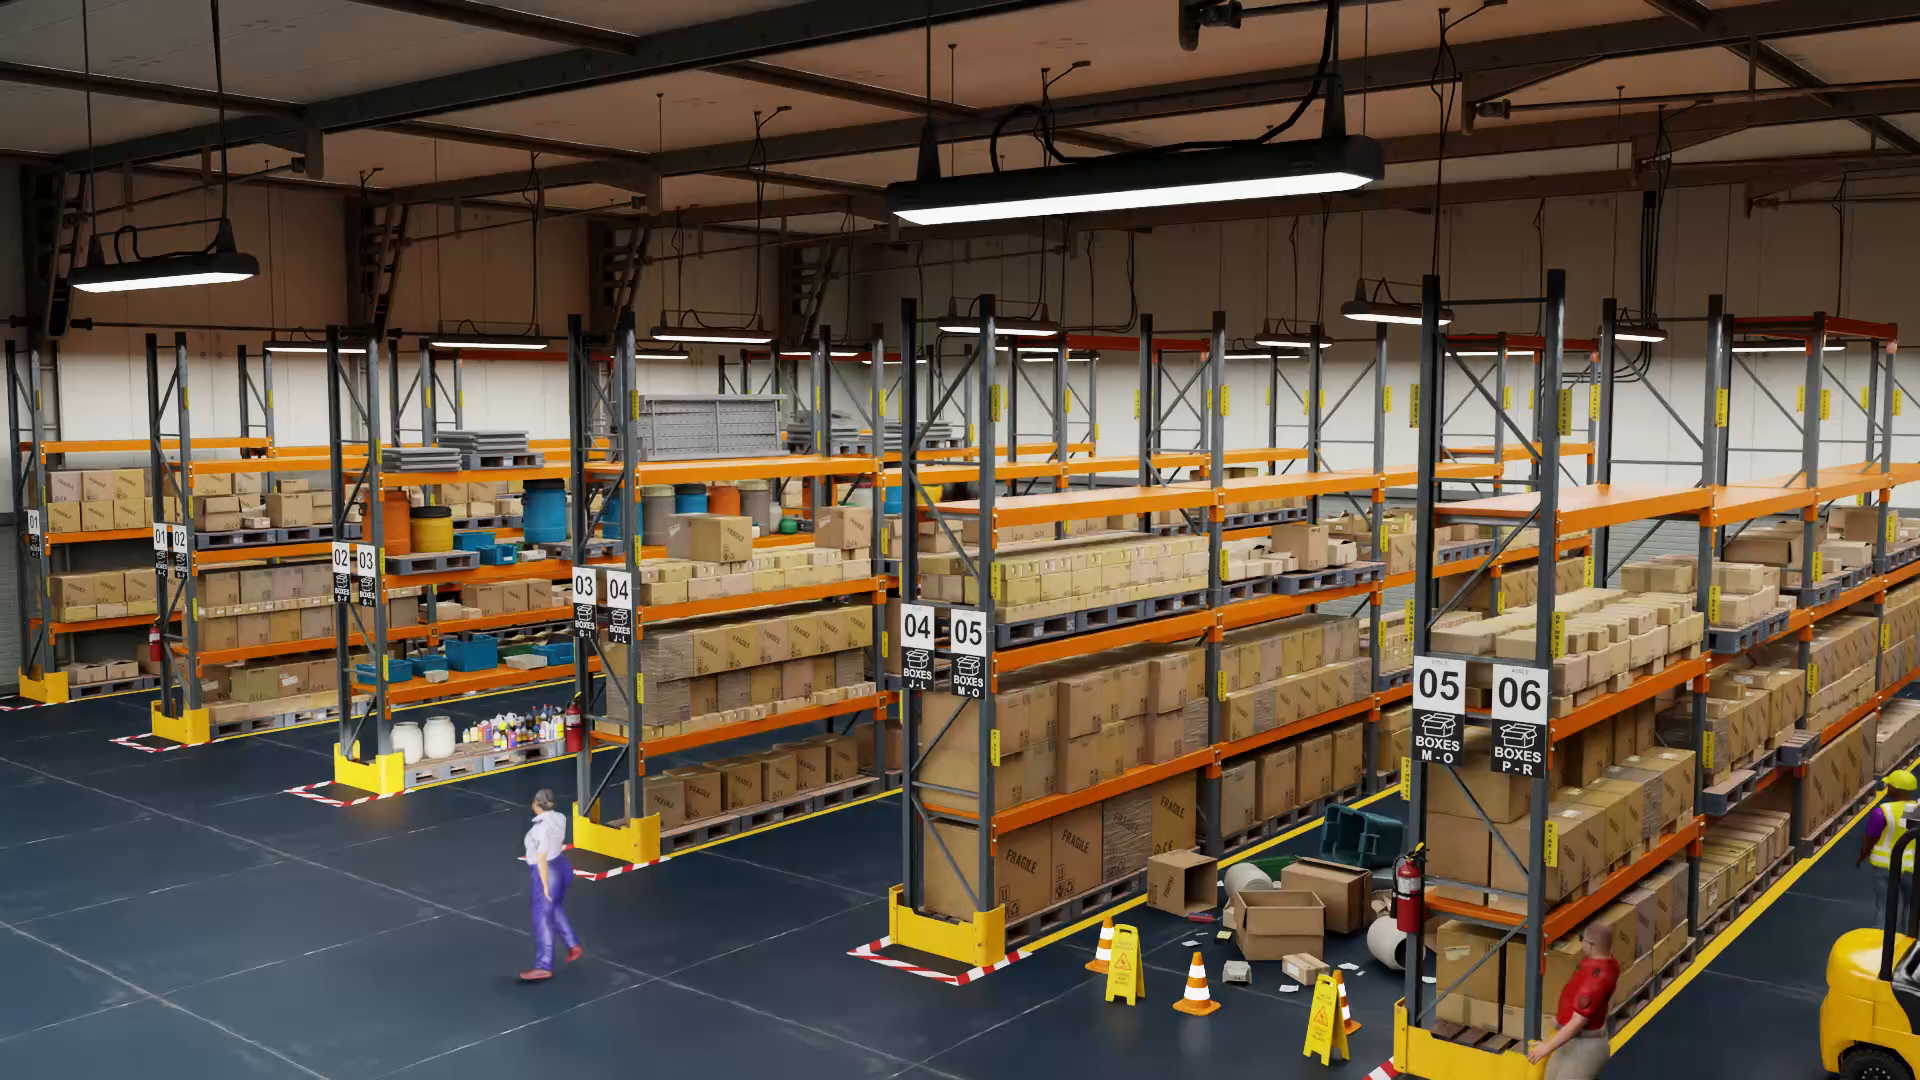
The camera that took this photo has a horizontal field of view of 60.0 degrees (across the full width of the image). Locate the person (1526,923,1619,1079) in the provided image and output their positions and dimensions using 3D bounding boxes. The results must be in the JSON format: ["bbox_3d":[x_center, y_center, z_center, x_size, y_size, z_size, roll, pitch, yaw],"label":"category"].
[{"bbox_3d":[4.006,3.374,10.956,0.605,1.626,0.608,2,5,19],"label":"person"}]

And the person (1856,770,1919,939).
[{"bbox_3d":[8.402,2.943,14.925,0.654,1.798,0.693,4,6,35],"label":"person"}]

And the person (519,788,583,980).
[{"bbox_3d":[-3.618,3.015,14.723,0.411,1.670,0.585,1,5,14],"label":"person"}]
